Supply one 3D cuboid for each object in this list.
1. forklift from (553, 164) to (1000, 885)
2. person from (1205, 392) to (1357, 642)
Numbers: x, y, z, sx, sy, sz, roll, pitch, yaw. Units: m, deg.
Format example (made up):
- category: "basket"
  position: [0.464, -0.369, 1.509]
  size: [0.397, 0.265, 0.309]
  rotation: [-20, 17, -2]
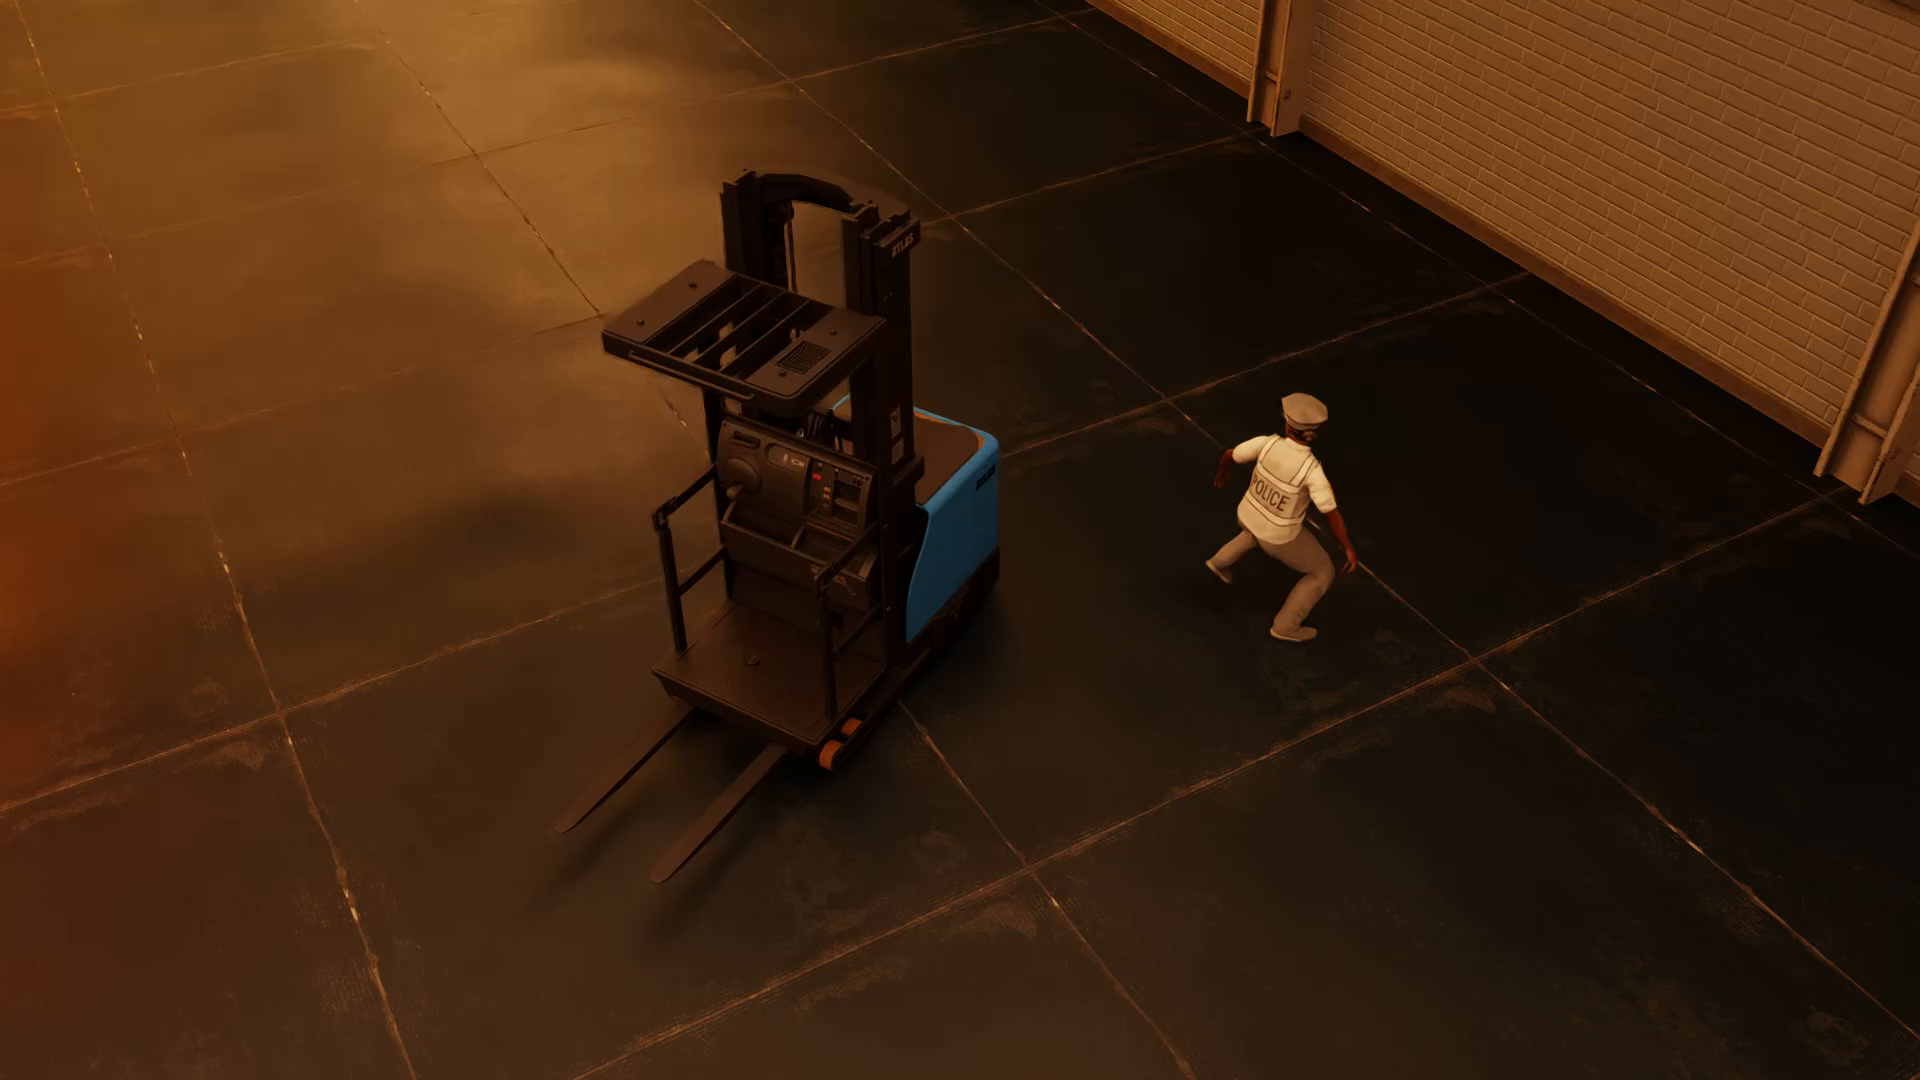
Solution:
- category: "forklift"
  position: [-0.956, -0.240, 8.325]
  size: [1.130, 2.935, 3.031]
  rotation: [21, 44, 23]
- category: "person"
  position: [1.815, -0.128, 9.316]
  size: [0.494, 1.552, 0.910]
  rotation: [-21, 44, -24]
